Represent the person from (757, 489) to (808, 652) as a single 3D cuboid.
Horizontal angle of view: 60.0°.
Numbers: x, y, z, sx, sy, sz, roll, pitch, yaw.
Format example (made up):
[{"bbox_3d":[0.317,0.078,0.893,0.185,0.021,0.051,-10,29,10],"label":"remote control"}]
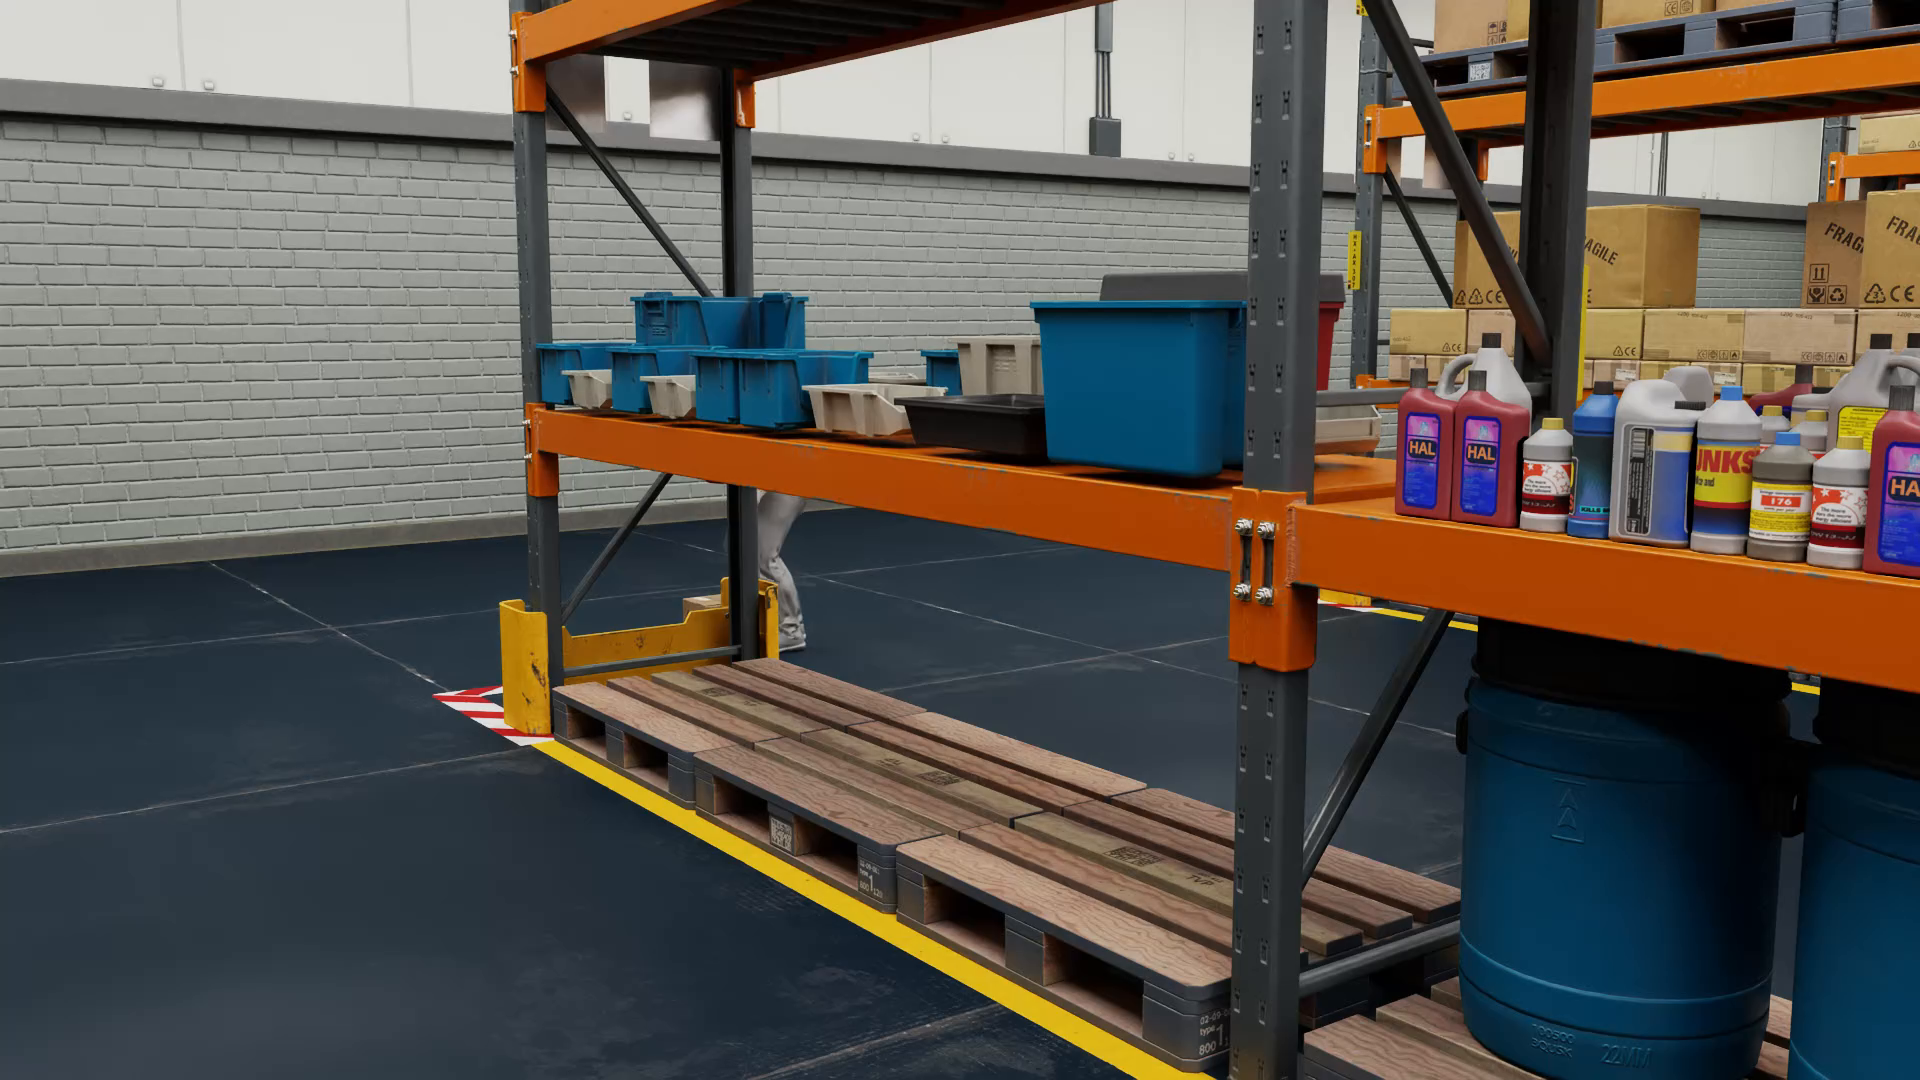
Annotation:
[{"bbox_3d":[-0.936,-0.255,8.304,0.428,1.635,0.496,-1,8,-5],"label":"person"}]
